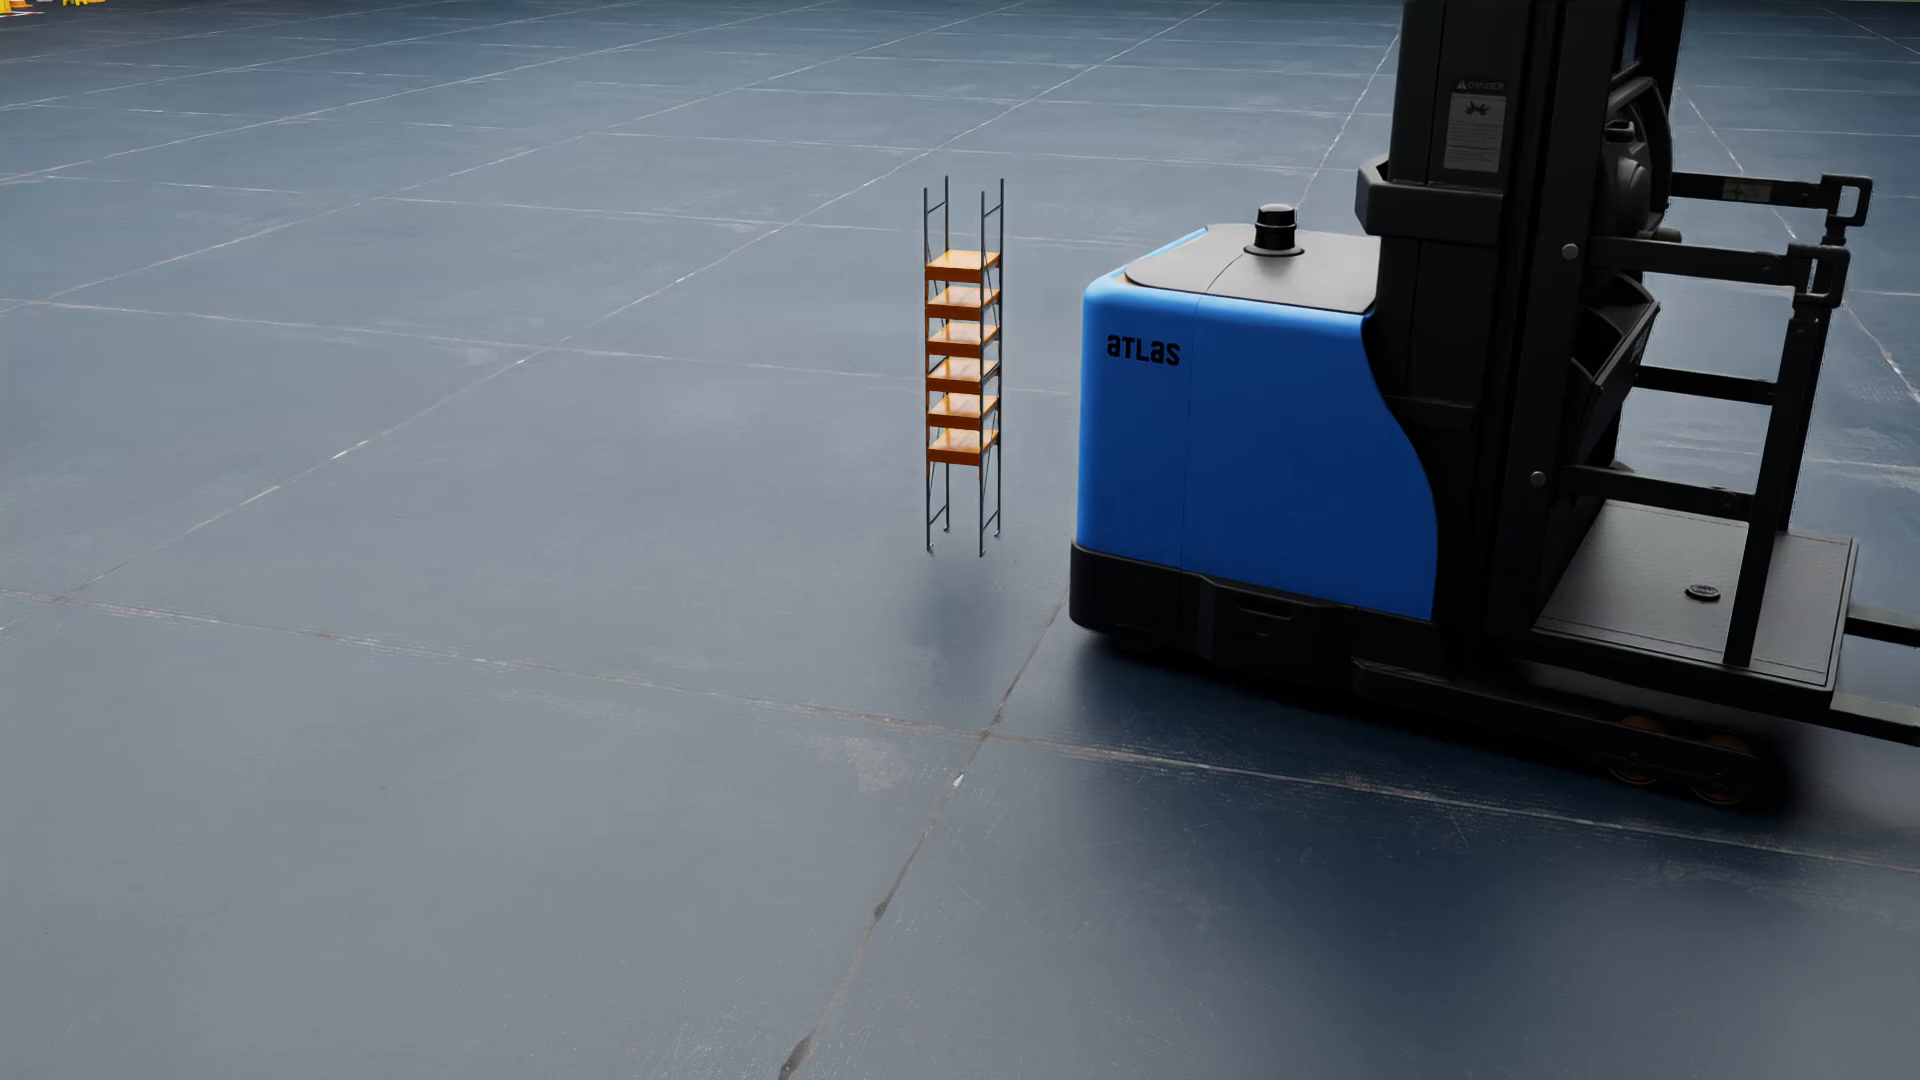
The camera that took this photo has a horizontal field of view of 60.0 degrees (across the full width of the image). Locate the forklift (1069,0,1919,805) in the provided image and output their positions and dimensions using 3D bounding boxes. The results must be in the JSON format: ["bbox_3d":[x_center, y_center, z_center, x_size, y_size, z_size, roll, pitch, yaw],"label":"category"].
[{"bbox_3d":[1.859,-0.942,4.055,3.031,2.935,1.130,12,25,27],"label":"forklift"}]

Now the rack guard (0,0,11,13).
[{"bbox_3d":[-14.482,-7.927,24.288,0.348,0.500,1.175,7,23,16],"label":"rack guard"}]

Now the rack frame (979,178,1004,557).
[{"bbox_3d":[0.101,-0.544,5.365,0.006,1.200,0.240,7,23,16],"label":"rack frame"}]

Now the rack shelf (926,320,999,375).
[{"bbox_3d":[0.014,-0.623,5.361,0.180,0.103,0.258,7,23,16],"label":"rack shelf"}]

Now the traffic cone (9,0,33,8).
[{"bbox_3d":[-14.603,-8.487,25.701,0.334,0.463,0.336,7,23,16],"label":"traffic cone"}]

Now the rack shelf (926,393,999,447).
[{"bbox_3d":[0.014,-0.401,5.452,0.180,0.103,0.258,7,23,16],"label":"rack shelf"}]

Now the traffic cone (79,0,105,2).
[{"bbox_3d":[-13.951,-8.860,26.611,0.334,0.463,0.336,7,23,16],"label":"traffic cone"}]

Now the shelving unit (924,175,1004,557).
[{"bbox_3d":[0.014,-0.554,5.389,0.189,1.200,0.258,7,23,16],"label":"shelving unit"}]

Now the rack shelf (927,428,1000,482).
[{"bbox_3d":[0.014,-0.290,5.497,0.180,0.103,0.258,7,23,16],"label":"rack shelf"}]

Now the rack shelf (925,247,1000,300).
[{"bbox_3d":[0.014,-0.845,5.270,0.180,0.103,0.258,7,23,16],"label":"rack shelf"}]

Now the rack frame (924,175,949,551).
[{"bbox_3d":[-0.074,-0.564,5.414,0.006,1.200,0.240,7,23,16],"label":"rack frame"}]

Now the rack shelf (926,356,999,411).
[{"bbox_3d":[0.014,-0.512,5.406,0.180,0.103,0.258,7,23,16],"label":"rack shelf"}]

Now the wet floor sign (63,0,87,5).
[{"bbox_3d":[-13.905,-8.713,26.013,0.232,0.644,0.267,3,22,6],"label":"wet floor sign"}]

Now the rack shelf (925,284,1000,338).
[{"bbox_3d":[0.014,-0.734,5.315,0.180,0.103,0.258,7,23,16],"label":"rack shelf"}]
